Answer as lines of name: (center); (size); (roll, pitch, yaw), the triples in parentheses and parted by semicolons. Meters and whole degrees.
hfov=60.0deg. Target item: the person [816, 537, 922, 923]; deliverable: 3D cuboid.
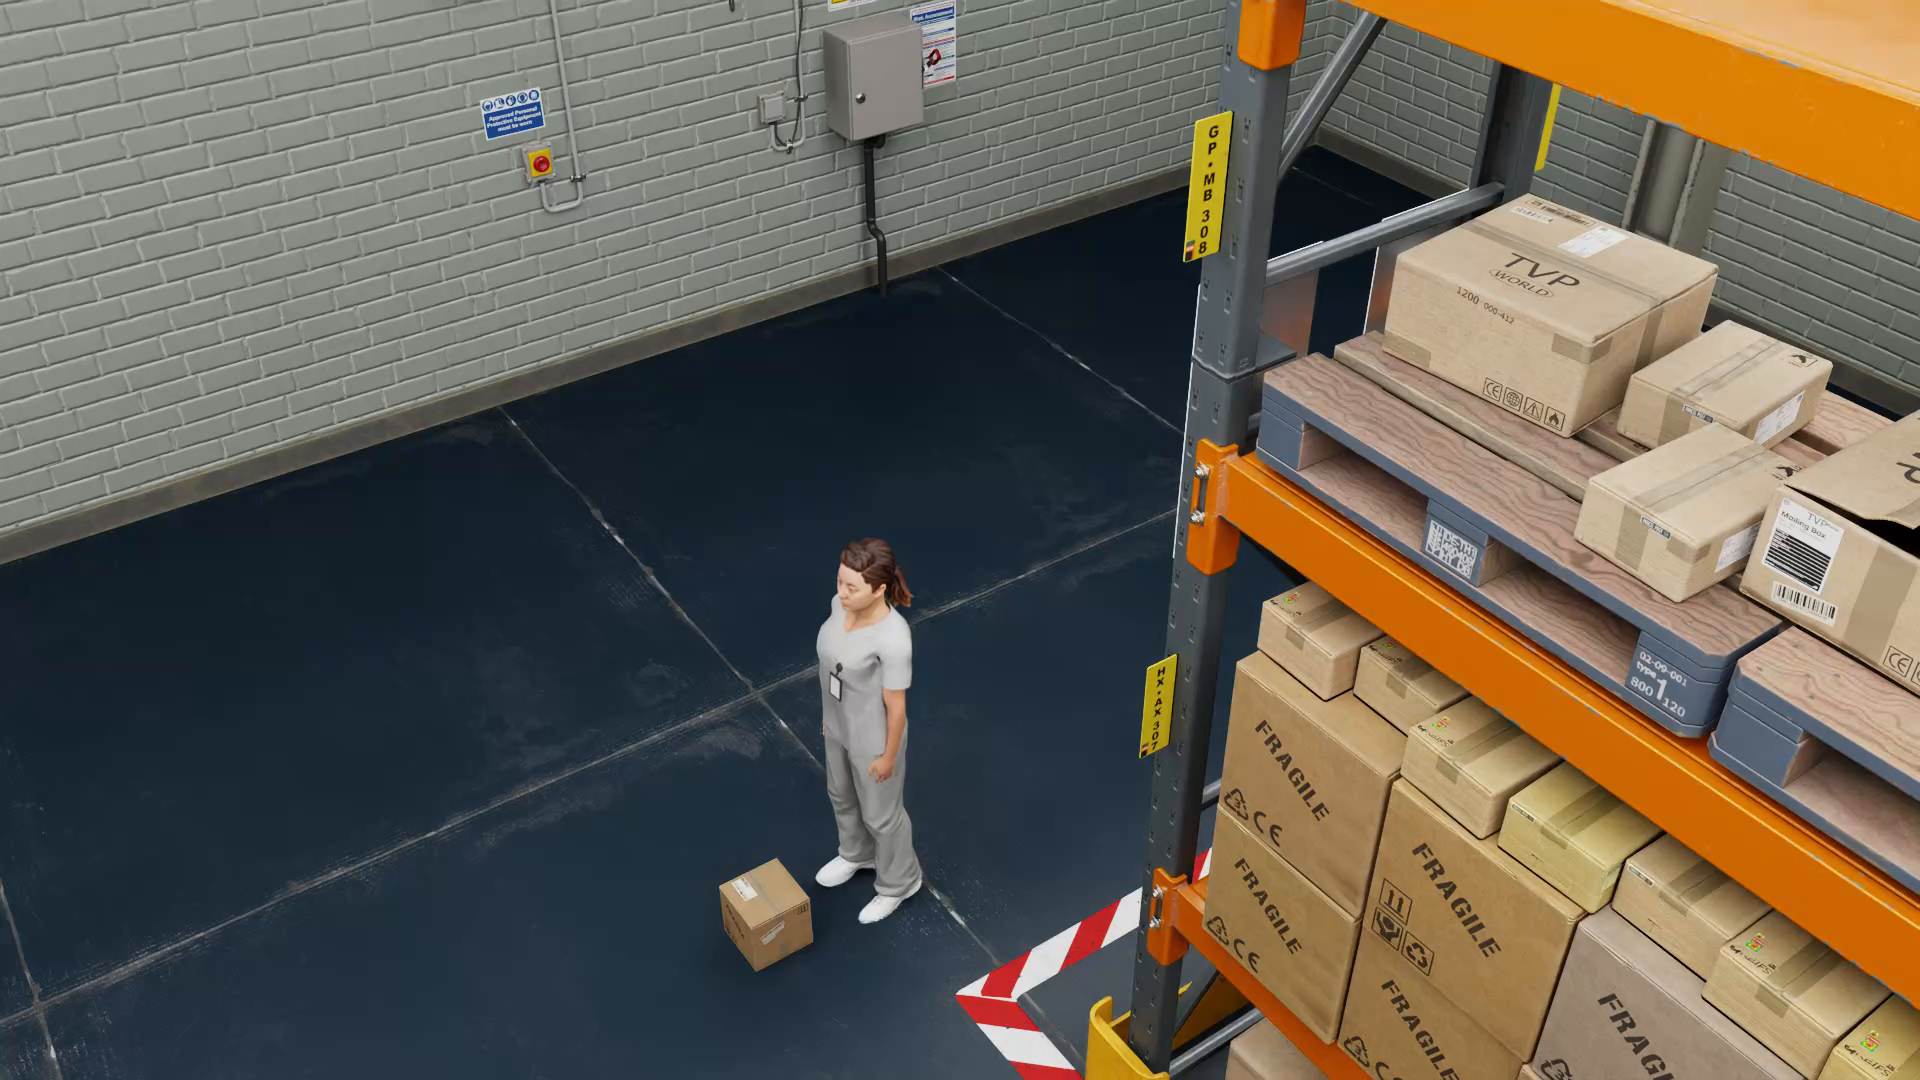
person: (-0.338, 0.703, 6.081); (0.384, 1.698, 0.439); (-22, 42, -27)
